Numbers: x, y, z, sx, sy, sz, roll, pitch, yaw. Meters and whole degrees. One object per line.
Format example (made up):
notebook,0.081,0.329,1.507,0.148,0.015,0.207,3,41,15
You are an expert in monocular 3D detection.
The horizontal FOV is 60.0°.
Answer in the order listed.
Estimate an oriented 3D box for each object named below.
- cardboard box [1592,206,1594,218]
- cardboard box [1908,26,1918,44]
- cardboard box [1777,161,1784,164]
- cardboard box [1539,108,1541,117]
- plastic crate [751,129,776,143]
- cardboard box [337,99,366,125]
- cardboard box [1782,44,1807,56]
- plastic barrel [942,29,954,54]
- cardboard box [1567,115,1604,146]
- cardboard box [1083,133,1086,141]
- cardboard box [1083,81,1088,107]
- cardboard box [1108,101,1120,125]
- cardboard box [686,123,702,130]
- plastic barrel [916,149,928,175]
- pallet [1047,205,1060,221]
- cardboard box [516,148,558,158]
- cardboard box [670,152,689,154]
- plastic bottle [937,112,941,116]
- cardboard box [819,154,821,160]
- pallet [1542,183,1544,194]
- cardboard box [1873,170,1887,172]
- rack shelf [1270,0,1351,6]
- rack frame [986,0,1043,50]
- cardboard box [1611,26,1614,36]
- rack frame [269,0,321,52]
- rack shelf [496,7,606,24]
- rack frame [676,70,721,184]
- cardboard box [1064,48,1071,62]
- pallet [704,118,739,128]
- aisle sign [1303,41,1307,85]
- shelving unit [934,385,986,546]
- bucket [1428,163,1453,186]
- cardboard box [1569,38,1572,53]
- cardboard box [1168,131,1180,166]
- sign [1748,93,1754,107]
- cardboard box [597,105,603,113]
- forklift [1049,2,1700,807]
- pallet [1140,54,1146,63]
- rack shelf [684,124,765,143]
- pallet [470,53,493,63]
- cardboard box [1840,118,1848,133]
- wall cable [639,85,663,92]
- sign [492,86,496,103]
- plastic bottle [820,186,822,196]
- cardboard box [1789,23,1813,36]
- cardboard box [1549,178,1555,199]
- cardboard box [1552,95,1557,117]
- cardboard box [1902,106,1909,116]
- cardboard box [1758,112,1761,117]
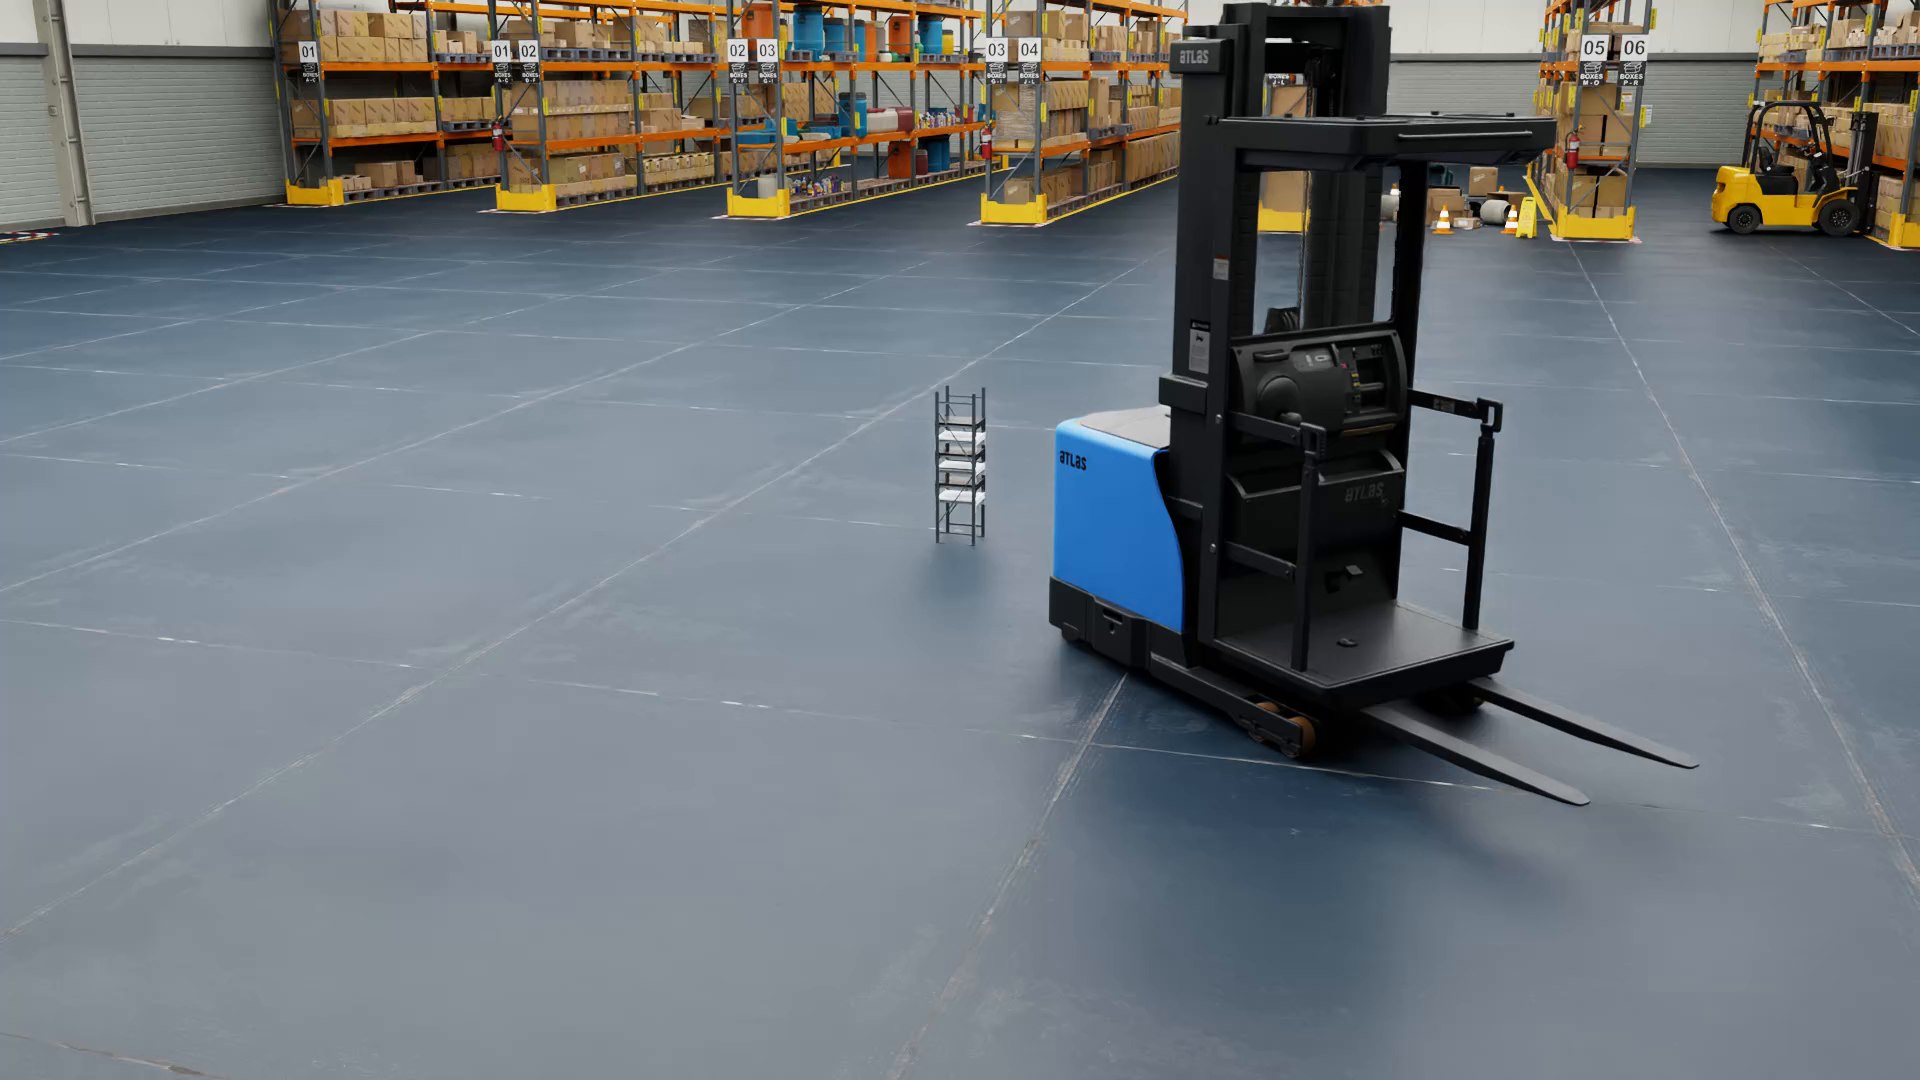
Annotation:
cardboard box,11.101,-5.634,28.466,0.500,0.250,0.500,5,17,18
cardboard box,15.231,-7.984,26.276,0.396,0.266,0.258,5,16,16
cardboard box,18.272,-8.078,36.625,0.500,0.500,0.500,5,17,18
cardboard box,14.021,-10.029,39.507,0.500,0.500,0.500,4,16,15
plastic crate,-3.750,-7.837,32.235,0.499,0.251,0.408,5,16,16
cardboard box,-12.720,-8.882,34.510,0.500,0.500,0.500,5,16,16
cardboard box,18.522,-10.848,36.810,0.500,0.250,0.500,5,16,16
plastic barrel,-0.450,-12.206,40.753,0.600,0.588,0.600,0,16,0
cardboard box,10.345,-6.787,27.532,0.500,0.500,0.500,4,16,15
cardboard box,2.311,-8.048,33.165,0.380,0.149,0.250,5,16,16
cardboard box,2.226,-8.781,32.729,0.500,0.500,0.500,5,16,16
cardboard box,3.049,-9.246,35.977,0.700,0.500,0.500,7,17,24
cardboard box,-6.261,-9.686,38.940,0.380,0.149,0.250,5,16,16
plastic barrel,-1.079,-9.145,40.223,0.600,0.588,0.708,5,16,16
pallet,1.239,-6.089,30.910,1.003,0.211,1.213,5,16,16
cardboard box,-10.686,-9.796,42.040,0.750,0.750,0.750,4,16,15
cardboard box,-6.701,-9.098,39.650,0.500,0.311,0.500,5,17,18
plastic bottle,-0.524,-10.398,41.081,0.144,0.351,0.185,5,16,16
cardboard box,-4.117,-10.744,46.599,0.380,0.166,0.250,5,16,16
pallet,13.373,-7.703,36.599,1.003,0.211,1.213,5,16,16
cardboard box,15.913,-6.353,29.168,0.500,0.250,0.500,4,16,15
rack shelf,6.248,-9.661,29.450,1.077,0.370,4.000,5,16,16
rack frame,0.953,-10.087,28.901,1.000,3.000,0.127,5,16,16
cardboard box,10.808,-8.283,27.036,0.380,0.149,0.250,5,16,16
rack frame,-13.294,-11.239,32.964,1.000,3.000,0.127,5,16,16
rack shelf,-10.452,-13.317,42.341,1.077,0.370,4.000,5,16,16
rack frame,-6.270,-10.063,39.811,1.000,3.000,0.127,5,16,16
cardboard box,1.766,-9.079,31.120,0.500,0.250,0.500,5,17,18
pallet,-6.145,-10.154,40.482,1.213,0.211,1.003,5,16,16
aisle sign,5.947,-7.999,27.769,0.394,0.787,0.004,5,16,16
shelving unit,0.002,-0.435,9.714,0.258,0.900,0.210,5,16,16
bucket,8.988,-6.778,31.444,0.726,0.611,0.620,11,9,35
cardboard box,10.911,-8.633,29.003,0.500,0.250,0.500,5,17,16
cardboard box,5.395,-10.393,44.099,0.875,0.875,0.875,5,16,16
sign,19.241,-10.693,40.445,0.100,0.325,0.005,5,16,16
cardboard box,-7.641,-8.957,34.539,0.380,0.149,0.250,5,17,17
forklift,1.639,-0.674,6.835,1.130,2.935,3.031,-10,18,-30
pallet,3.674,-11.112,38.356,1.003,0.211,1.213,5,17,18
rack shelf,-5.702,-10.240,41.754,1.077,0.370,4.000,5,16,16
pallet,-11.588,-11.177,38.586,1.213,0.211,1.003,5,16,16
cardboard box,16.385,-7.547,30.298,0.500,0.250,0.500,4,16,14
wall cable,-9.290,-13.436,49.842,0.084,1.984,1.851,5,16,16
sign,-9.060,-8.687,32.403,0.100,0.325,0.005,5,16,16
plastic bottle,-2.828,-7.042,33.483,0.097,0.201,0.097,0,16,0
cardboard box,18.204,-11.051,36.000,0.396,0.266,0.258,4,16,15
cardboard box,12.135,-6.925,32.792,0.950,0.372,0.625,5,17,18
cardboard box,12.378,-8.819,33.926,0.500,0.500,0.500,4,16,14
cardboard box,15.203,-6.799,26.387,0.380,0.149,0.250,5,17,17
cardboard box,19.090,-9.943,39.117,0.500,0.250,0.500,4,16,15
